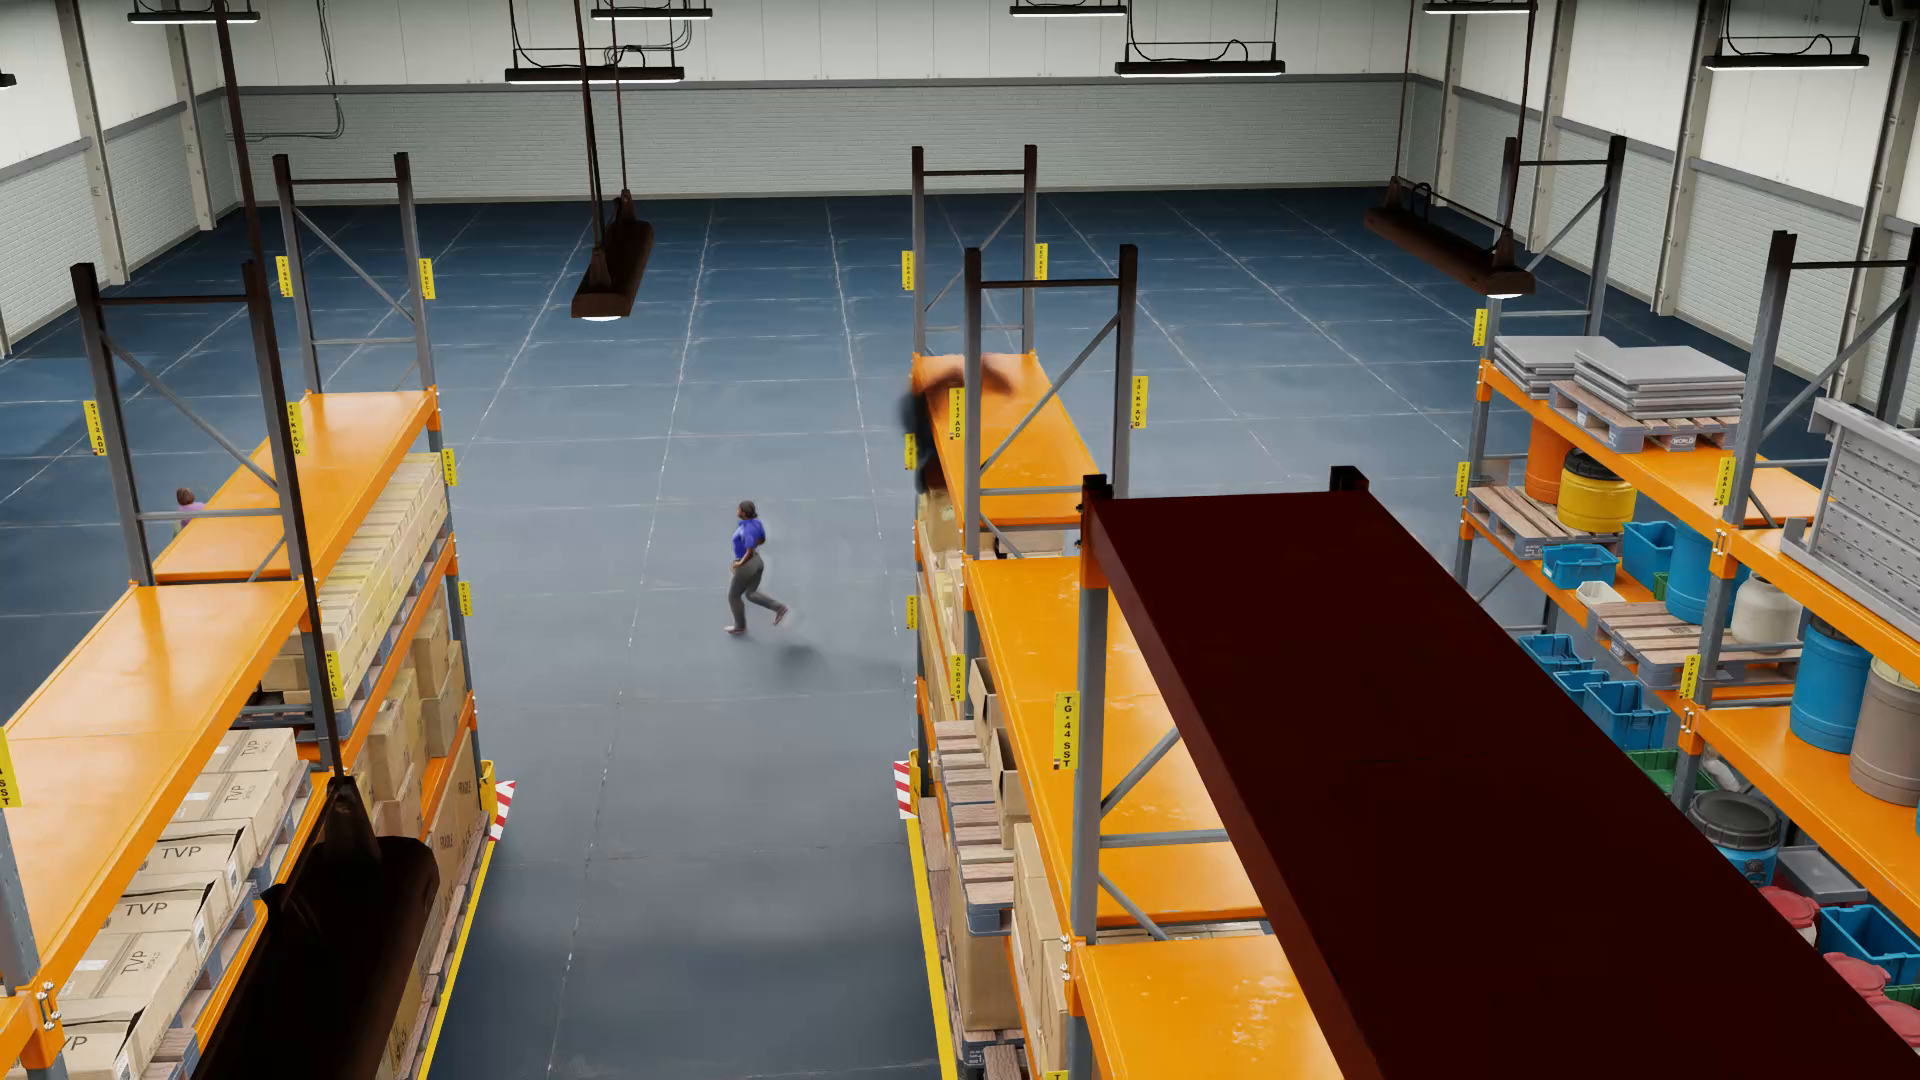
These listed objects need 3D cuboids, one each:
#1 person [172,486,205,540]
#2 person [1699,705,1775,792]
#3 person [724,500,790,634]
[{"bbox_3d":[-8.772,0.141,19.209,0.548,1.564,0.558,17,27,36],"label":"person"},{"bbox_3d":[6.910,1.673,15.050,0.689,1.767,0.815,-5,22,-13],"label":"person"},{"bbox_3d":[-2.329,0.332,18.632,0.791,1.649,0.578,8,23,19],"label":"person"}]
